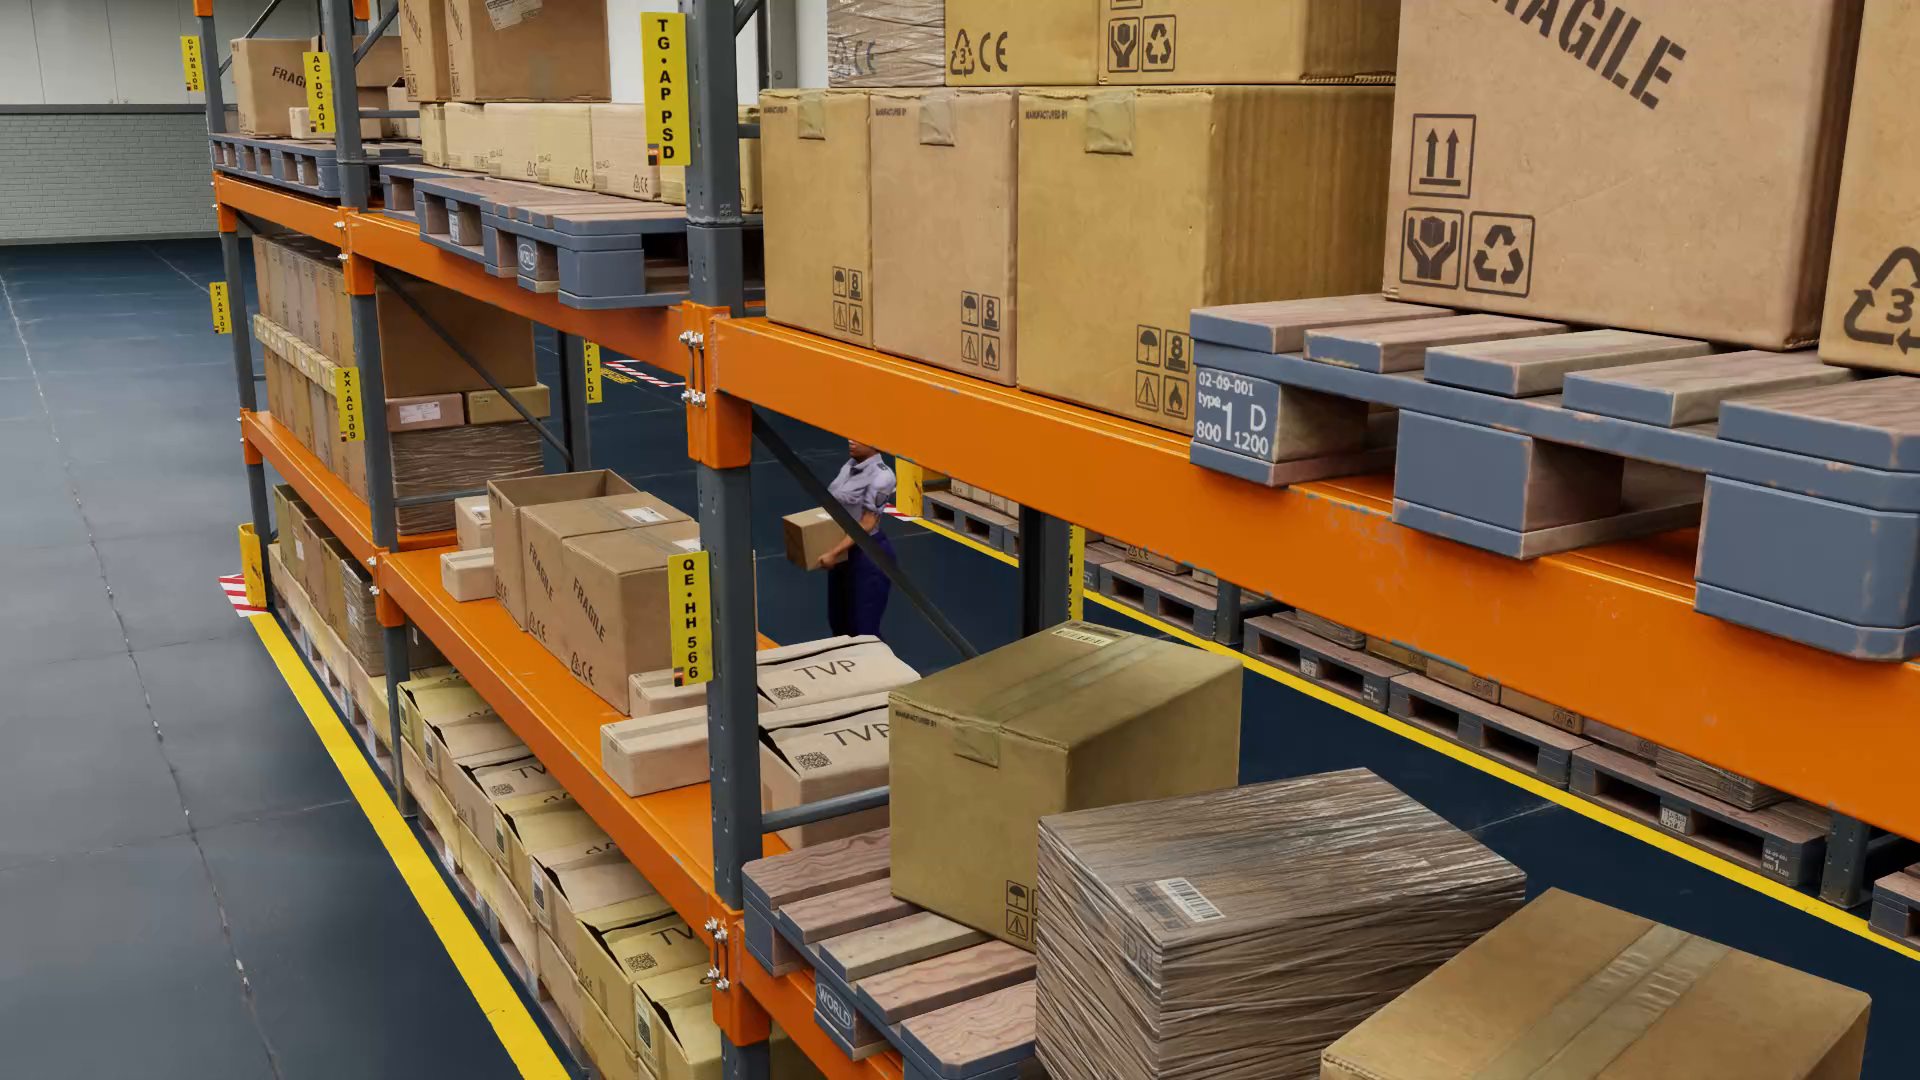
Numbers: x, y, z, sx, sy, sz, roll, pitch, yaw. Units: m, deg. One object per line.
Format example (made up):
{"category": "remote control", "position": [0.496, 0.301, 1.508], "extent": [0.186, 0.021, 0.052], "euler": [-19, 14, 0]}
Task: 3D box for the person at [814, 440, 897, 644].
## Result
{"category": "person", "position": [-0.614, 0.142, 9.047], "extent": [0.518, 1.629, 0.452], "euler": [-9, 17, -29]}
